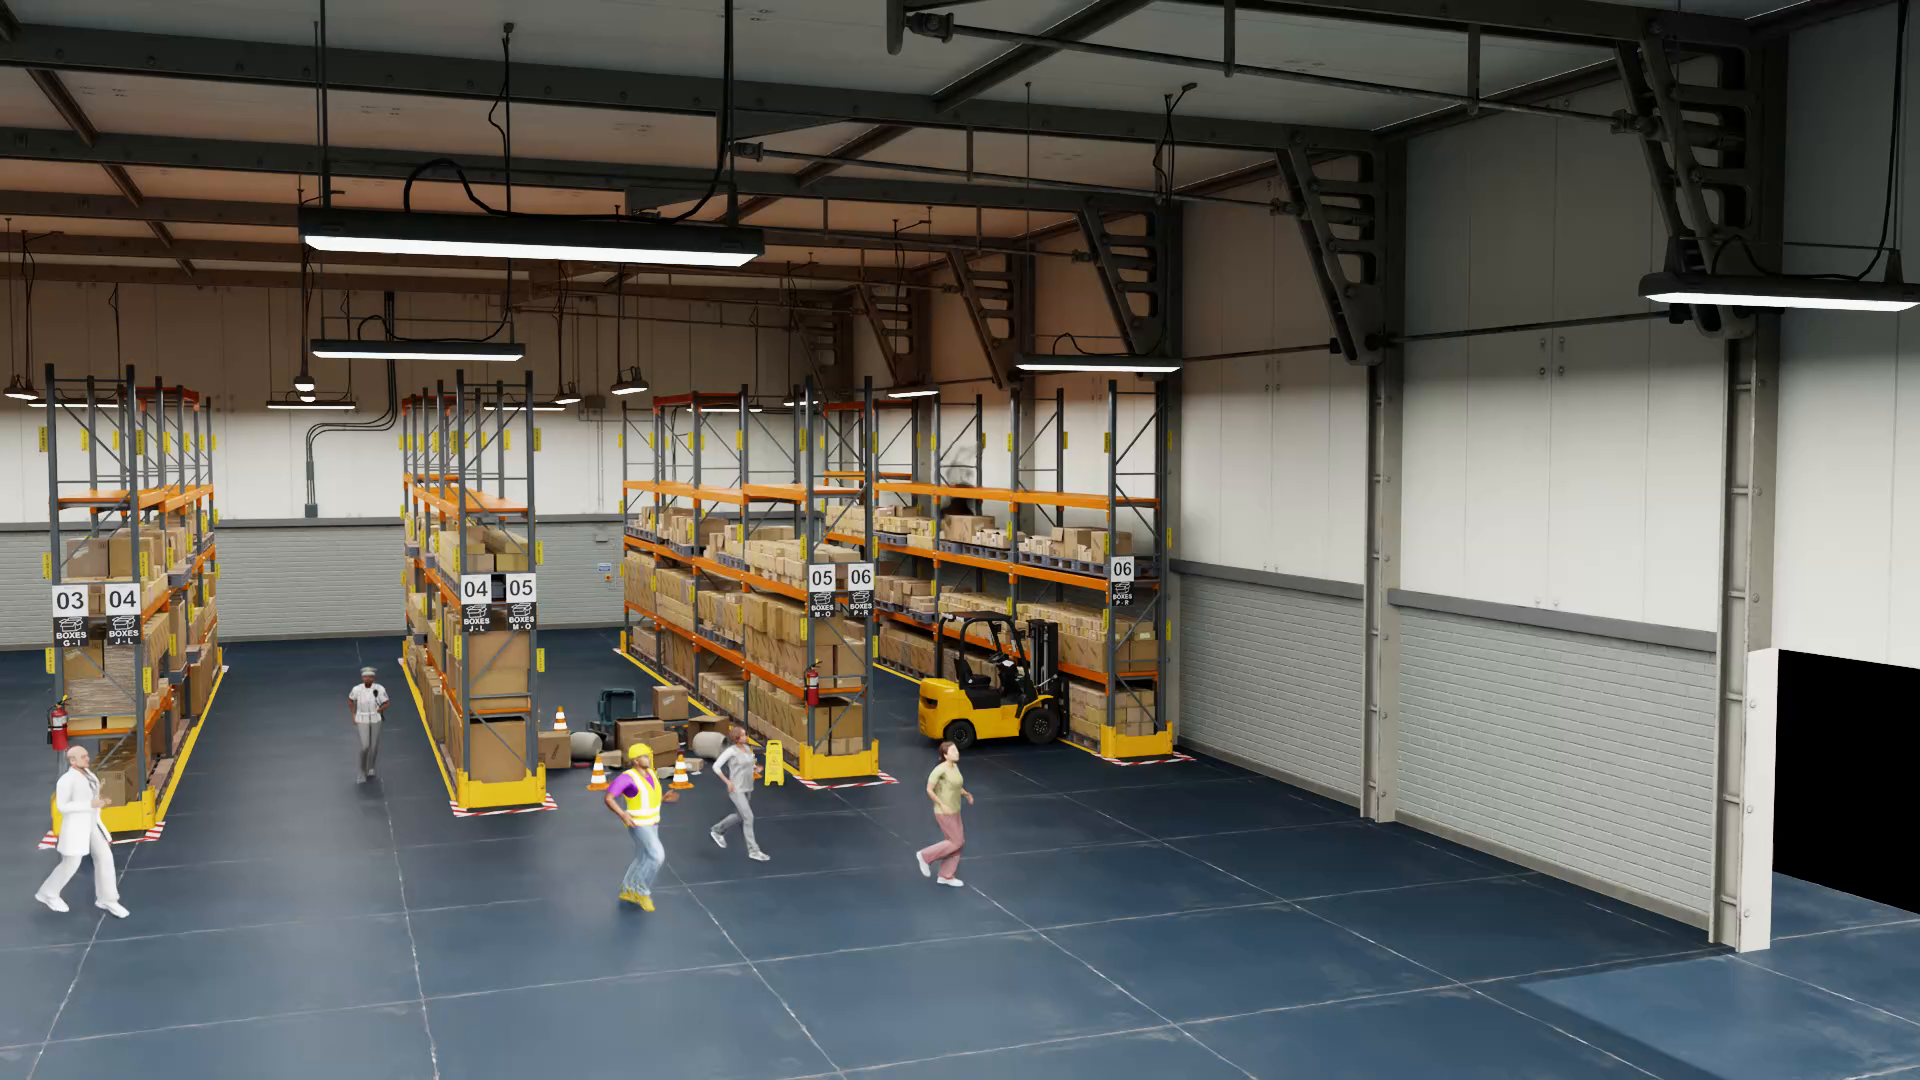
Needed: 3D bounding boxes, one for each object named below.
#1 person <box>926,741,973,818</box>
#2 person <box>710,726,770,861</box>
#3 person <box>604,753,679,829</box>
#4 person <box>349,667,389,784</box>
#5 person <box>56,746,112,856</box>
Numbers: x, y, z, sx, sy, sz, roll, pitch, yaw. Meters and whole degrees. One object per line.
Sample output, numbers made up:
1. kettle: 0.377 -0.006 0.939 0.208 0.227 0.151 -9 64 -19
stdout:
1. person: -0.084 2.691 18.819 0.417 0.834 0.574 2 4 25
2. person: -2.658 3.018 19.971 0.893 1.580 0.539 2 4 25
3. person: -3.365 2.648 17.827 0.656 0.837 0.675 1 3 17
4. person: -8.766 2.725 24.681 0.531 1.730 0.570 -2 4 -26
5. person: -9.213 2.733 17.490 0.701 1.133 0.697 0 3 8
